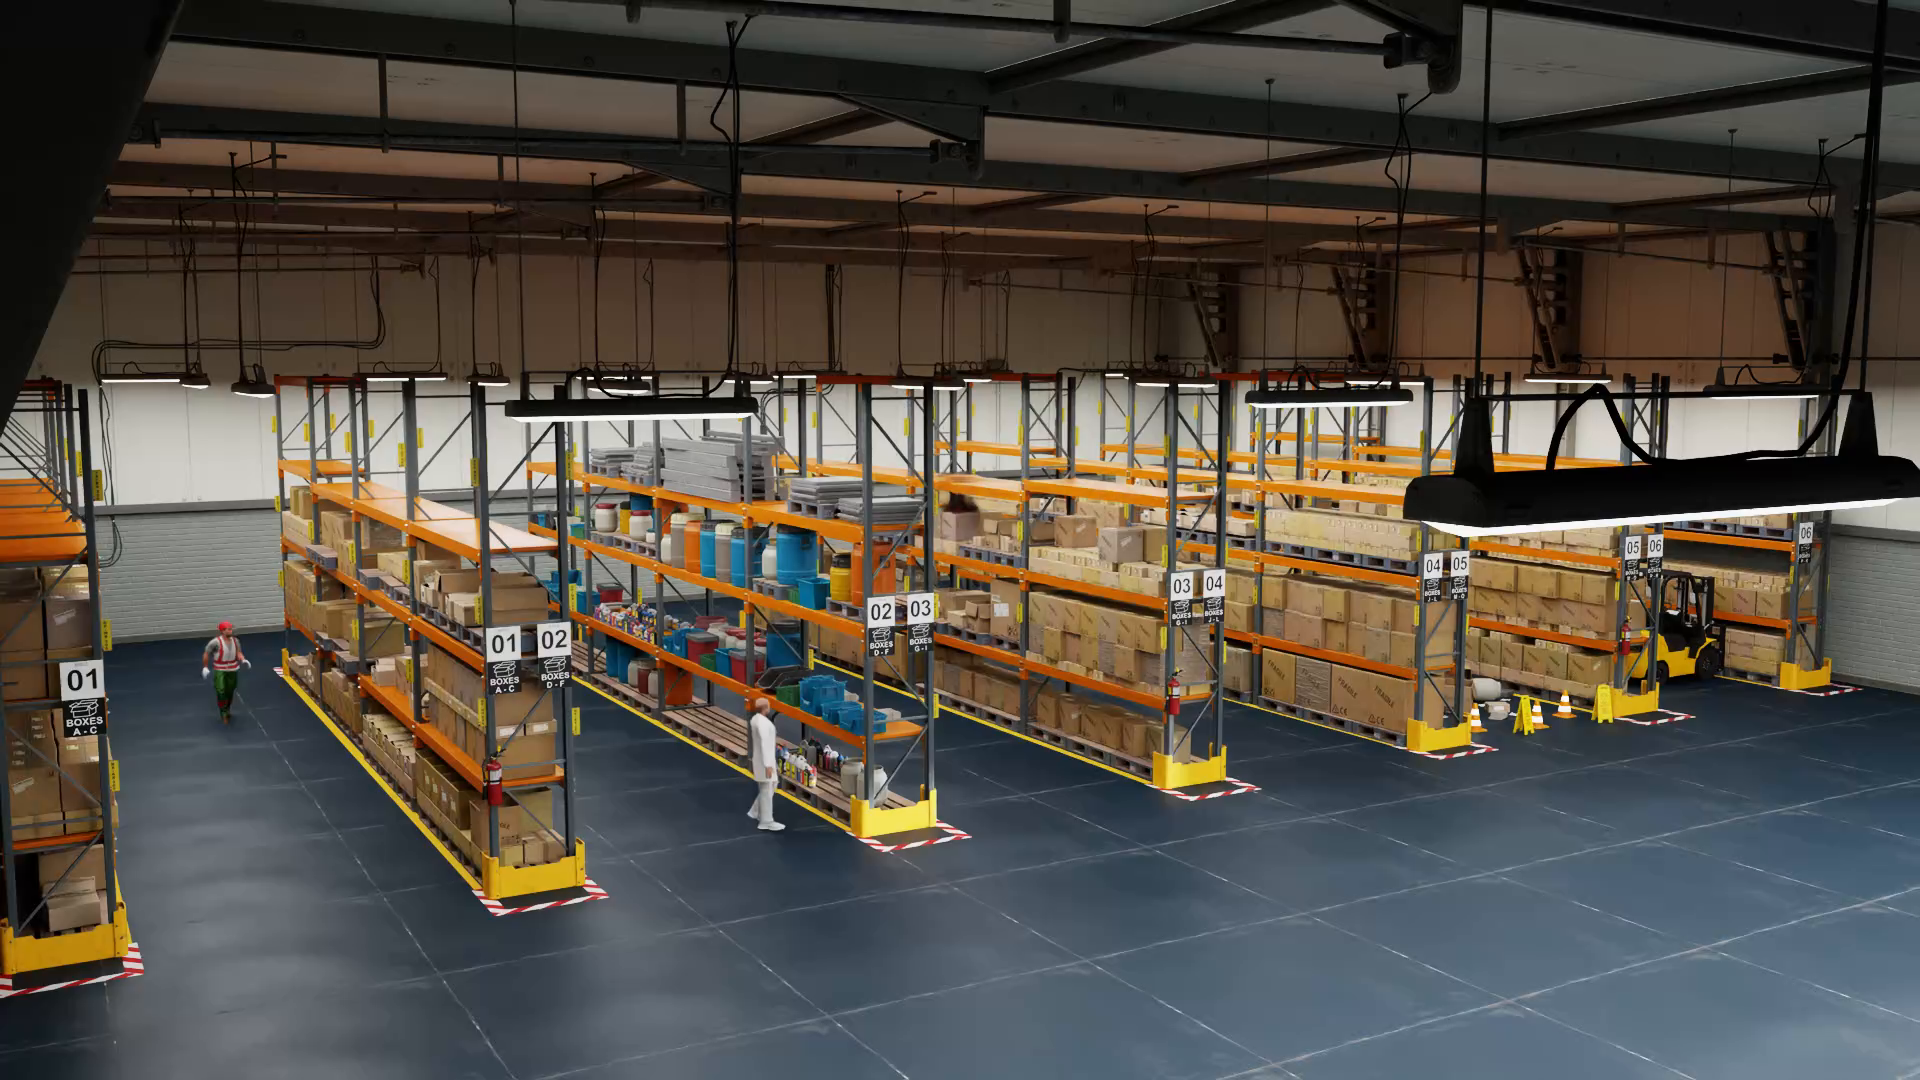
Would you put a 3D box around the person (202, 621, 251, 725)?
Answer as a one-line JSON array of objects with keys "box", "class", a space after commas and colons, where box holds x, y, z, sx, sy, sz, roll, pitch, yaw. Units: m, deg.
[{"box": [-12.853, 2.314, 29.127, 0.765, 1.812, 0.876, -4, 7, -30], "class": "person"}]

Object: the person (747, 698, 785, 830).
[{"box": [-2.618, 3.018, 22.412, 0.482, 1.813, 0.680, -1, 6, -12], "class": "person"}]

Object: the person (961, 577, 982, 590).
[{"box": [0.240, 0.668, 44.274, 0.504, 1.612, 0.742, 4, 7, 30], "class": "person"}]
